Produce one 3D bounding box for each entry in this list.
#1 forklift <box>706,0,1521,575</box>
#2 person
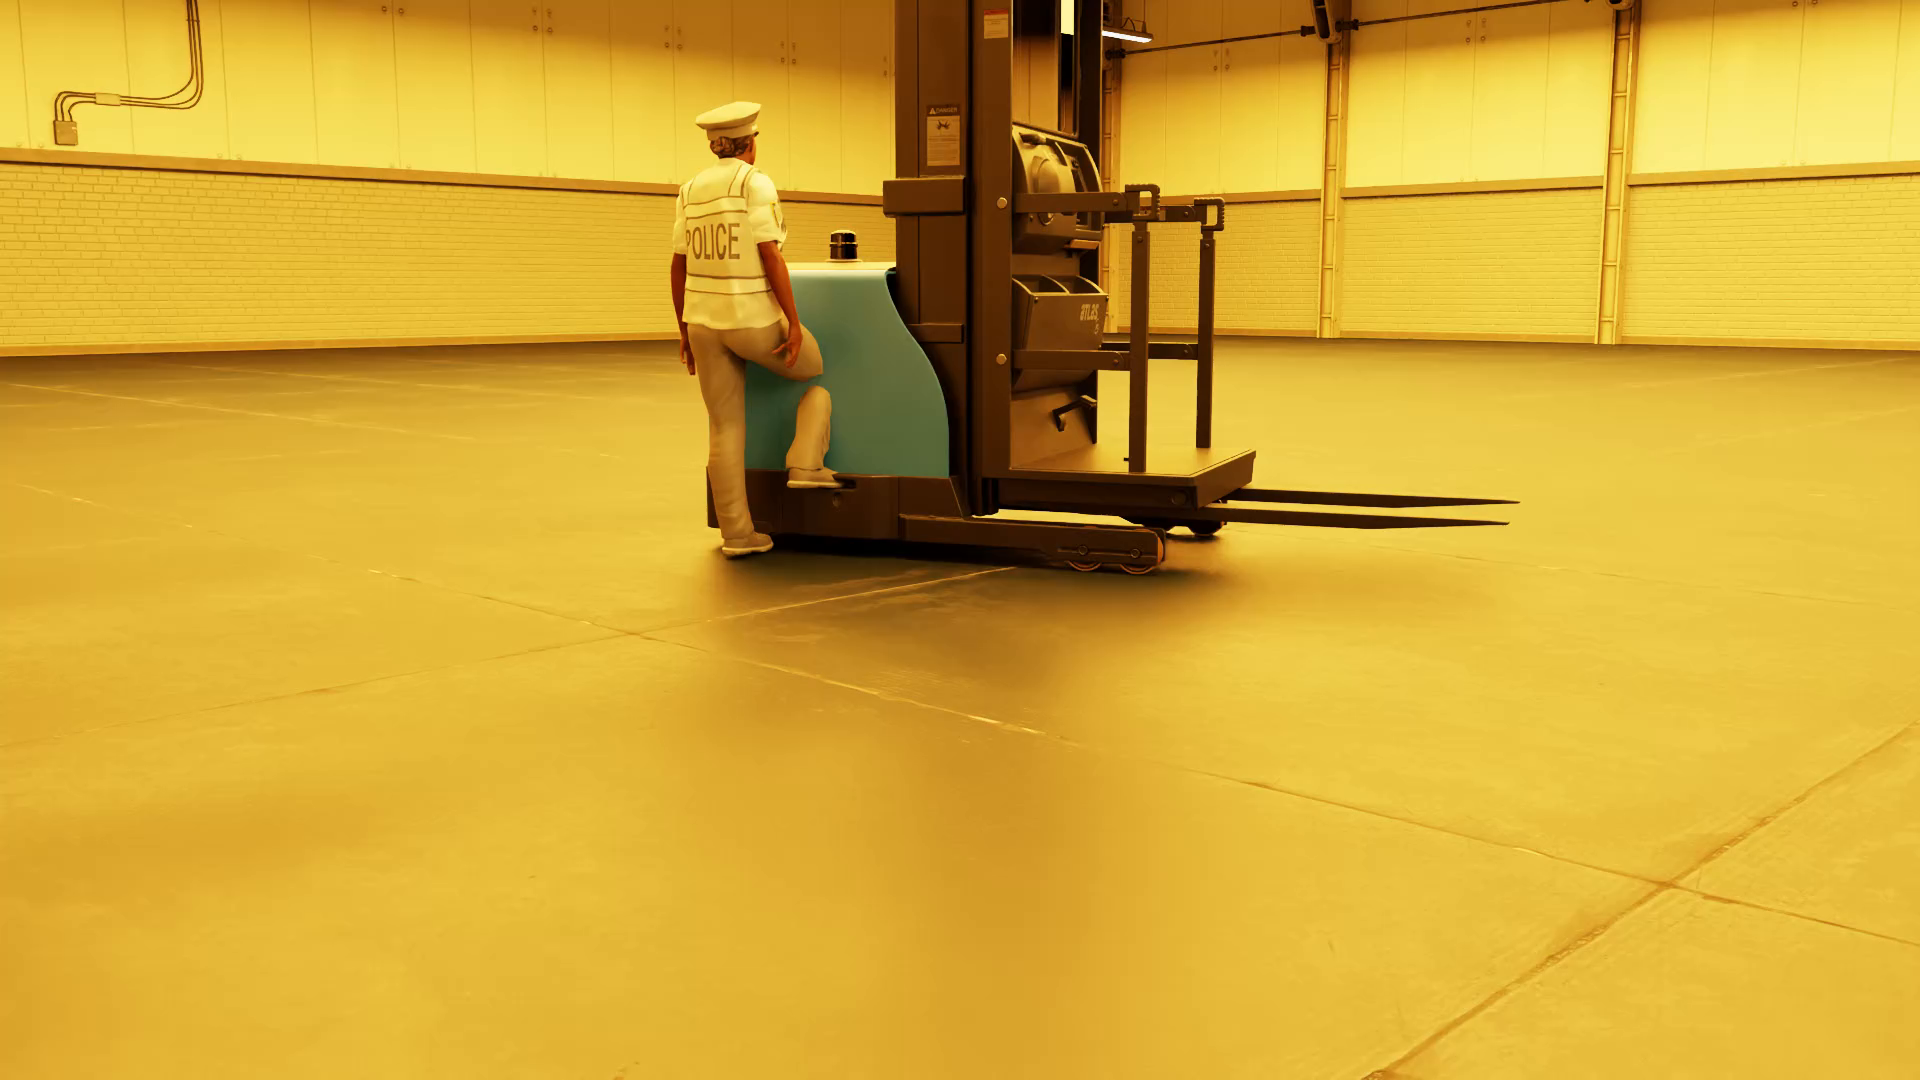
[{"bbox_3d":[0.565,-1.416,6.275,3.031,2.935,1.130,3,9,22],"label":"forklift"},{"bbox_3d":[-0.751,-0.785,6.243,0.573,1.678,0.567,5,10,29],"label":"person"}]
